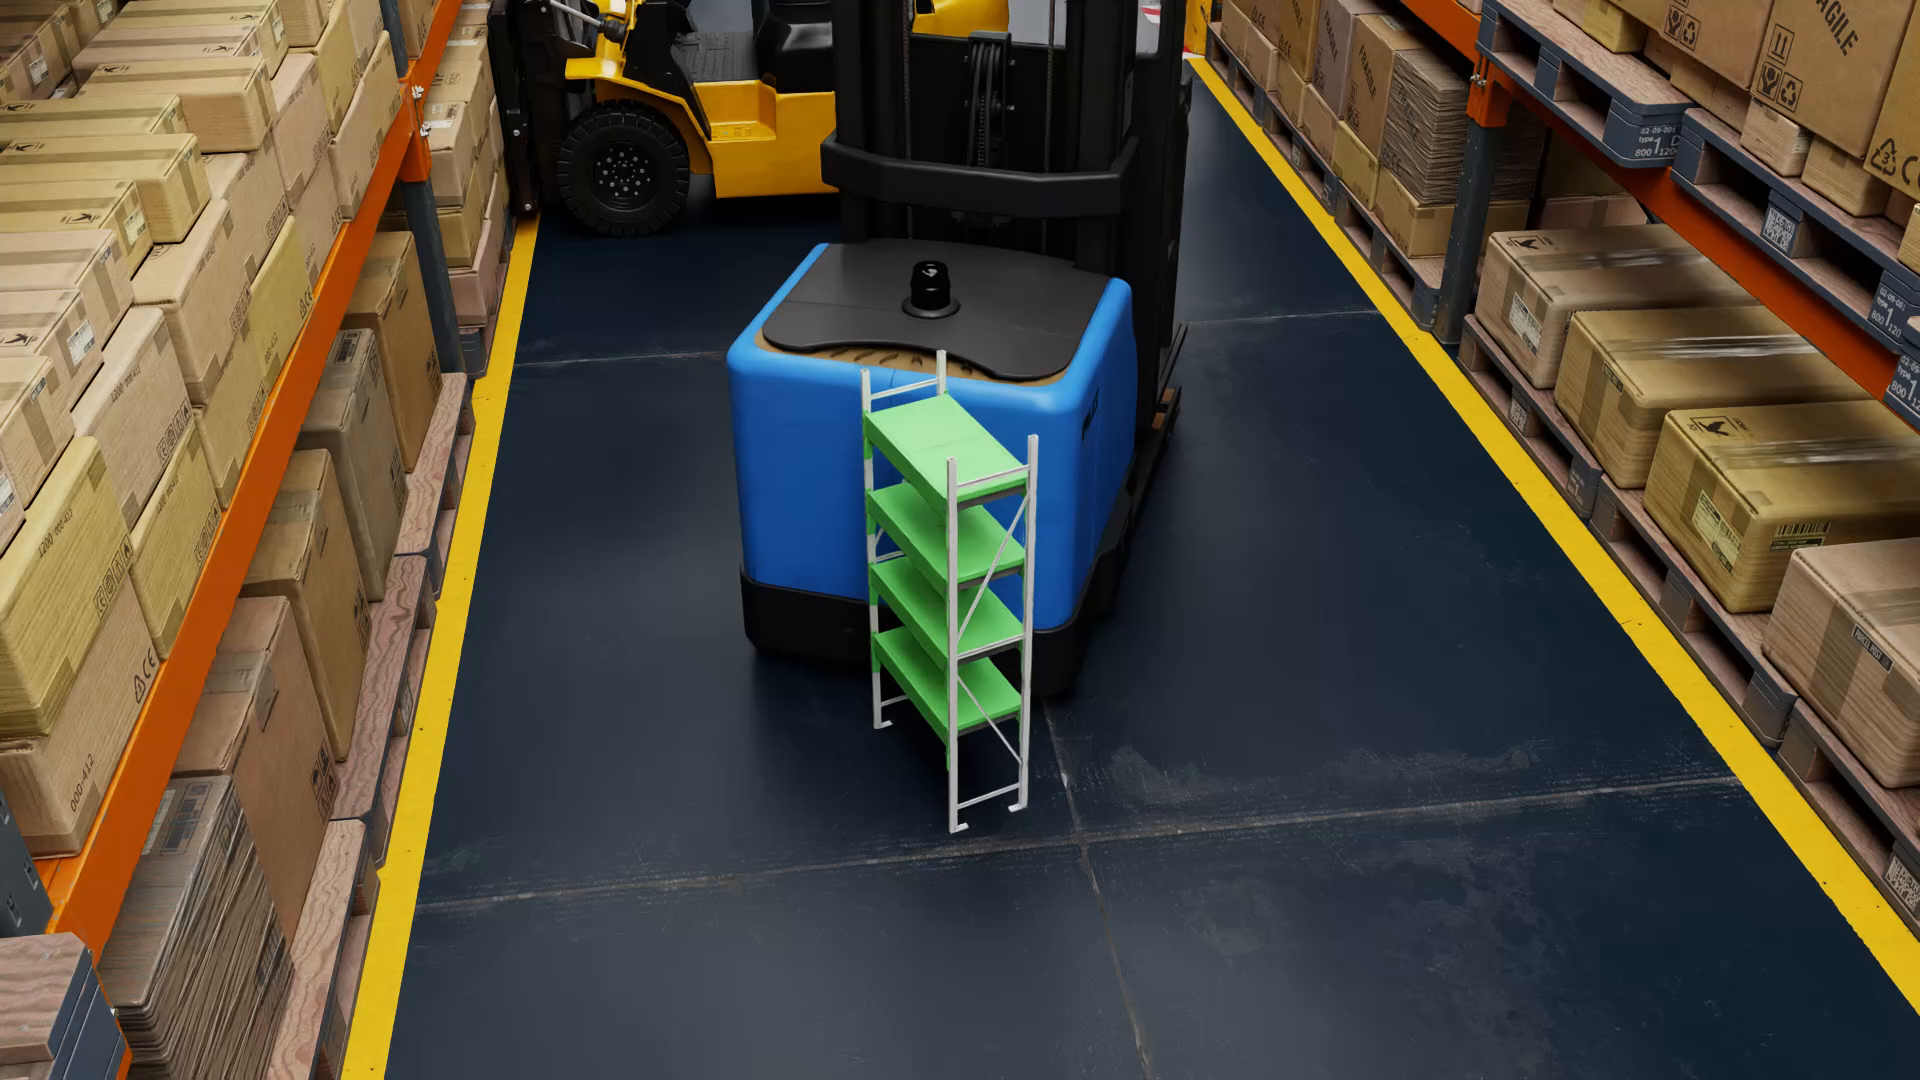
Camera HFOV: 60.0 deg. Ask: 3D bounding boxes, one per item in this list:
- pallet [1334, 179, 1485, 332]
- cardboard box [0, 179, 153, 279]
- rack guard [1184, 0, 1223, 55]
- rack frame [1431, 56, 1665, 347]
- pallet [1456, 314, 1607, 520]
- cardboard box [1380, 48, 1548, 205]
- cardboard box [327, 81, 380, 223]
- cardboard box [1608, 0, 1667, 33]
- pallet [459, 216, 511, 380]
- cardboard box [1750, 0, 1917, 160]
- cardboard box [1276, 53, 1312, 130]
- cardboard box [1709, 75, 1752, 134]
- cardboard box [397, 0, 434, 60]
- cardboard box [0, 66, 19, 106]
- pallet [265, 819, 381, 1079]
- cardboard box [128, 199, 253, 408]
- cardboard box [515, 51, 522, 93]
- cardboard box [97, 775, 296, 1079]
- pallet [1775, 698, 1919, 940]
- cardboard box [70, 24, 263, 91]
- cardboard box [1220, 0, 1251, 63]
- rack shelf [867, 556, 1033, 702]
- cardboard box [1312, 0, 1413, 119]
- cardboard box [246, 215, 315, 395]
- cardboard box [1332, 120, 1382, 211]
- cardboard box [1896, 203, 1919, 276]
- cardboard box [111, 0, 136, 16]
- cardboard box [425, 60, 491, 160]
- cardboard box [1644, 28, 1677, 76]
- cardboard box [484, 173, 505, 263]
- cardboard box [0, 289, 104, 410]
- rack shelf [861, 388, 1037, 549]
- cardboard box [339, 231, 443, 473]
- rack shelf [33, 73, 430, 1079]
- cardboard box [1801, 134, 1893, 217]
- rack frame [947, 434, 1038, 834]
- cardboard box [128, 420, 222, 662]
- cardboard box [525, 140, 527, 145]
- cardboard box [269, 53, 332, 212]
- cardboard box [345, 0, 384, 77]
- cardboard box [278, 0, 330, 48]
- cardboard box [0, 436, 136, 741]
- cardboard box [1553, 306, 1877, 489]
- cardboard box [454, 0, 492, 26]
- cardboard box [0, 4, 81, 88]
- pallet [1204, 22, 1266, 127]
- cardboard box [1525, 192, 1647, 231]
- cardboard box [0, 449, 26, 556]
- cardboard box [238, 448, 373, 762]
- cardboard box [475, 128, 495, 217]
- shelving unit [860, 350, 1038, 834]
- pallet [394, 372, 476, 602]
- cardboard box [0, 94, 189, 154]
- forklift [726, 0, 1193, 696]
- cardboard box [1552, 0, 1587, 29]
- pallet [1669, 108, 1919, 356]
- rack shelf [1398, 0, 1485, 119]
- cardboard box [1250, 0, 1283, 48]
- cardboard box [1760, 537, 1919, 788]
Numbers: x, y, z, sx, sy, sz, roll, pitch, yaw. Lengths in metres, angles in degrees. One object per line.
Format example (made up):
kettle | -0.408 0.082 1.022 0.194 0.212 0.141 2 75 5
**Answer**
pallet | 2.372 -1.336 7.522 1.003 0.211 1.213 -4 35 -6
cardboard box | -1.842 -0.588 3.285 0.380 0.149 0.250 -4 34 -6
rack guard | 1.969 -3.273 10.108 1.175 0.500 0.348 -4 35 -6
rack frame | 2.497 -2.116 6.191 1.000 3.000 0.127 -4 35 -6
pallet | 2.603 -0.529 6.339 1.003 0.211 1.213 -4 35 -6
cardboard box | 2.152 -1.773 7.091 0.500 0.500 0.500 -5 35 -7
cardboard box | -2.021 -1.134 4.884 0.500 0.250 0.500 -5 35 -7
cardboard box | 2.344 -1.891 5.135 0.500 0.500 0.500 -4 35 -6
pallet | -2.486 -1.032 7.077 1.003 0.211 1.213 -4 35 -6
cardboard box | 2.477 -1.328 4.309 0.500 0.500 0.500 -6 35 -8
cardboard box | 1.941 -2.325 8.567 0.500 0.250 0.500 -2 34 -3
cardboard box | 2.422 -1.276 4.809 0.380 0.149 0.250 -4 34 -6
cardboard box | -2.222 -2.046 6.001 0.500 0.500 0.500 -5 35 -8
cardboard box | -2.427 -0.980 3.860 0.380 0.149 0.250 -4 34 -6
pallet | -1.955 1.184 3.825 1.003 0.211 1.213 -4 35 -6
cardboard box | -1.819 -0.489 3.494 0.500 0.250 0.500 -5 35 -8
cardboard box | -2.437 -2.399 8.231 0.500 0.250 0.500 -5 35 -7
cardboard box | -1.953 0.953 3.424 0.875 0.625 0.625 -3 34 -5
pallet | 2.931 0.832 4.341 1.003 0.211 1.213 -4 35 -6
cardboard box | -1.954 -1.162 4.127 0.380 0.149 0.250 -4 34 -6
cardboard box | 1.794 -2.914 9.431 0.500 0.250 0.500 -5 35 -7
rack shelf | -0.034 0.207 4.494 0.258 0.148 0.480 -16 38 -22
cardboard box | 2.012 -2.341 7.925 0.500 0.500 0.500 -3 34 -4
cardboard box | -1.908 -0.567 4.052 0.500 0.250 0.500 -3 34 -5
cardboard box | 2.070 -1.759 7.736 0.500 0.250 0.500 -5 35 -8
cardboard box | 2.495 -0.693 3.954 0.380 0.149 0.250 -4 34 -6
cardboard box | -2.569 -1.542 4.684 0.380 0.149 0.250 -4 35 -7
cardboard box | -2.234 -1.768 6.862 0.500 0.250 0.500 -4 35 -6
cardboard box | 2.397 -1.561 5.227 0.380 0.149 0.250 -2 34 -3
cardboard box | -2.242 -1.352 7.139 0.500 0.250 0.500 -5 35 -7
cardboard box | -1.731 -0.306 2.870 0.380 0.149 0.250 -3 34 -5
rack shelf | -0.034 -0.189 4.224 0.258 0.148 0.480 -16 38 -22
cardboard box | -2.340 -0.640 5.761 0.875 0.625 0.625 -3 34 -4
rack shelf | -2.152 -0.324 4.201 1.077 0.370 4.000 -4 35 -6
cardboard box | 2.471 -0.977 4.370 0.380 0.149 0.250 -5 35 -8
rack frame | 0.078 0.276 4.279 0.240 1.200 0.015 -16 38 -22
cardboard box | -1.763 0.009 3.206 0.500 0.250 0.500 -5 35 -7
cardboard box | -2.375 -1.923 7.976 0.500 0.250 0.500 -3 34 -5
cardboard box | -1.962 -1.055 4.324 0.500 0.250 0.500 -4 34 -5
cardboard box | -2.102 -1.628 5.164 0.500 0.250 0.500 -5 35 -7
cardboard box | -1.955 -1.453 4.554 0.380 0.149 0.250 -5 35 -8
cardboard box | -1.676 0.082 2.656 0.500 0.250 0.500 -4 35 -6
cardboard box | 2.670 -0.510 5.795 0.950 0.372 0.625 -2 34 -3
cardboard box | -2.375 -2.338 7.699 0.500 0.250 0.500 -5 35 -7
cardboard box | -2.506 -1.260 4.270 0.380 0.149 0.250 -4 35 -6
pallet | 2.044 -2.697 9.520 1.003 0.211 1.213 -4 35 -6
cardboard box | 2.685 -1.503 7.360 0.500 0.250 0.500 -6 35 -9
cardboard box | -1.634 -0.015 2.444 0.380 0.149 0.250 -3 34 -5
cardboard box | -2.140 0.213 4.509 0.875 0.625 0.625 -6 35 -8
cardboard box | -2.250 -1.556 6.994 0.500 0.250 0.500 -5 35 -7
shelving unit | -0.034 0.154 4.458 0.258 1.200 0.503 -16 38 -22
pallet | -2.283 -0.177 5.823 1.003 0.211 1.213 -4 35 -6
cardboard box | -1.949 -0.872 3.702 0.380 0.149 0.250 -4 35 -6
forklift | 0.219 -1.573 5.456 1.130 2.935 3.031 9 35 13
cardboard box | 2.258 -1.853 5.656 0.380 0.149 0.250 -4 34 -6
pallet | 2.728 -0.906 4.586 1.003 0.211 1.213 -4 35 -6
rack shelf | 2.228 -2.935 8.031 1.077 0.370 4.000 -4 35 -6
cardboard box | 1.872 -2.919 8.773 0.500 0.500 0.500 -6 35 -8
cardboard box | 2.862 0.301 4.605 0.950 0.372 0.625 -5 35 -7
